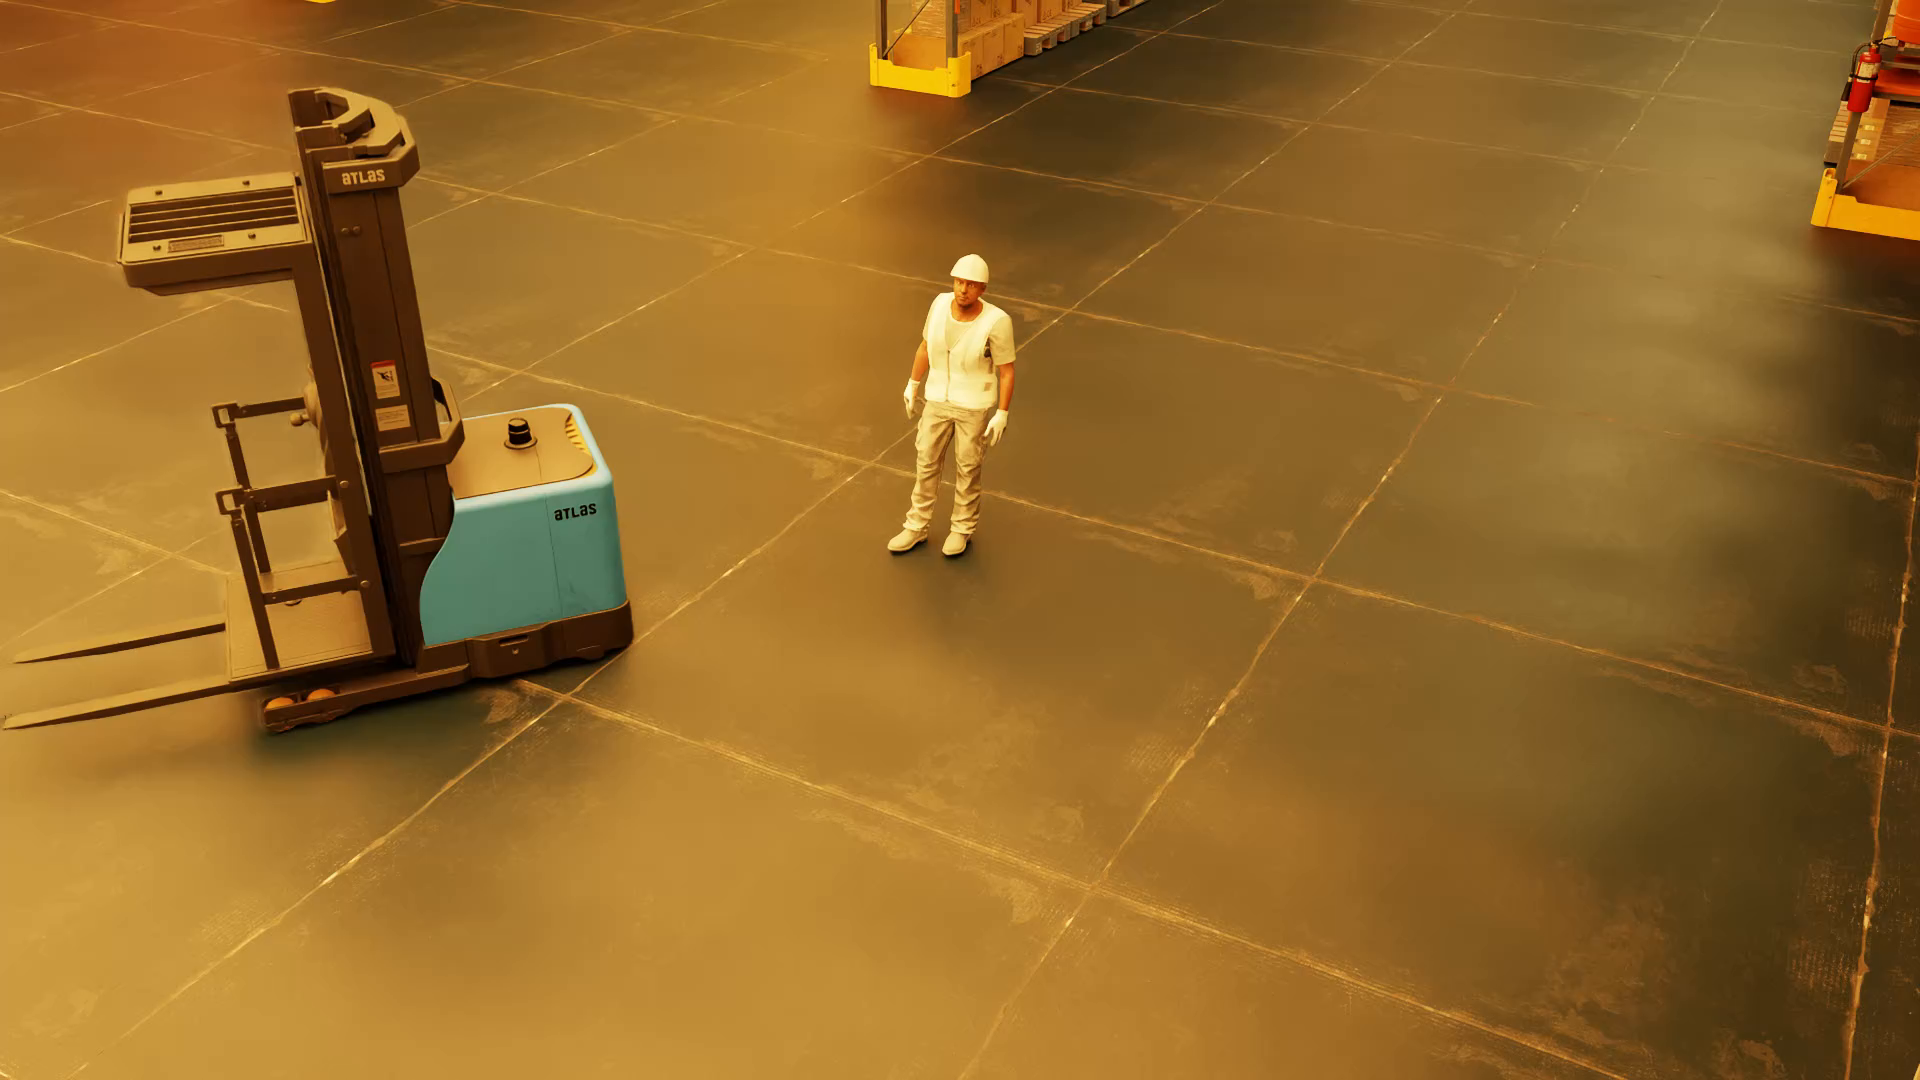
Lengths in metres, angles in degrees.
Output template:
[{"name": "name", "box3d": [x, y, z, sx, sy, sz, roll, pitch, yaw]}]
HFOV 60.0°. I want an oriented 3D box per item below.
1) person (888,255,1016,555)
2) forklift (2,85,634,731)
[{"name": "person", "box3d": [-0.042, -0.749, 9.503, 0.656, 1.781, 0.577, 15, 33, 25]}, {"name": "forklift", "box3d": [-3.325, -0.610, 8.128, 3.031, 2.935, 1.130, -11, 32, -19]}]
